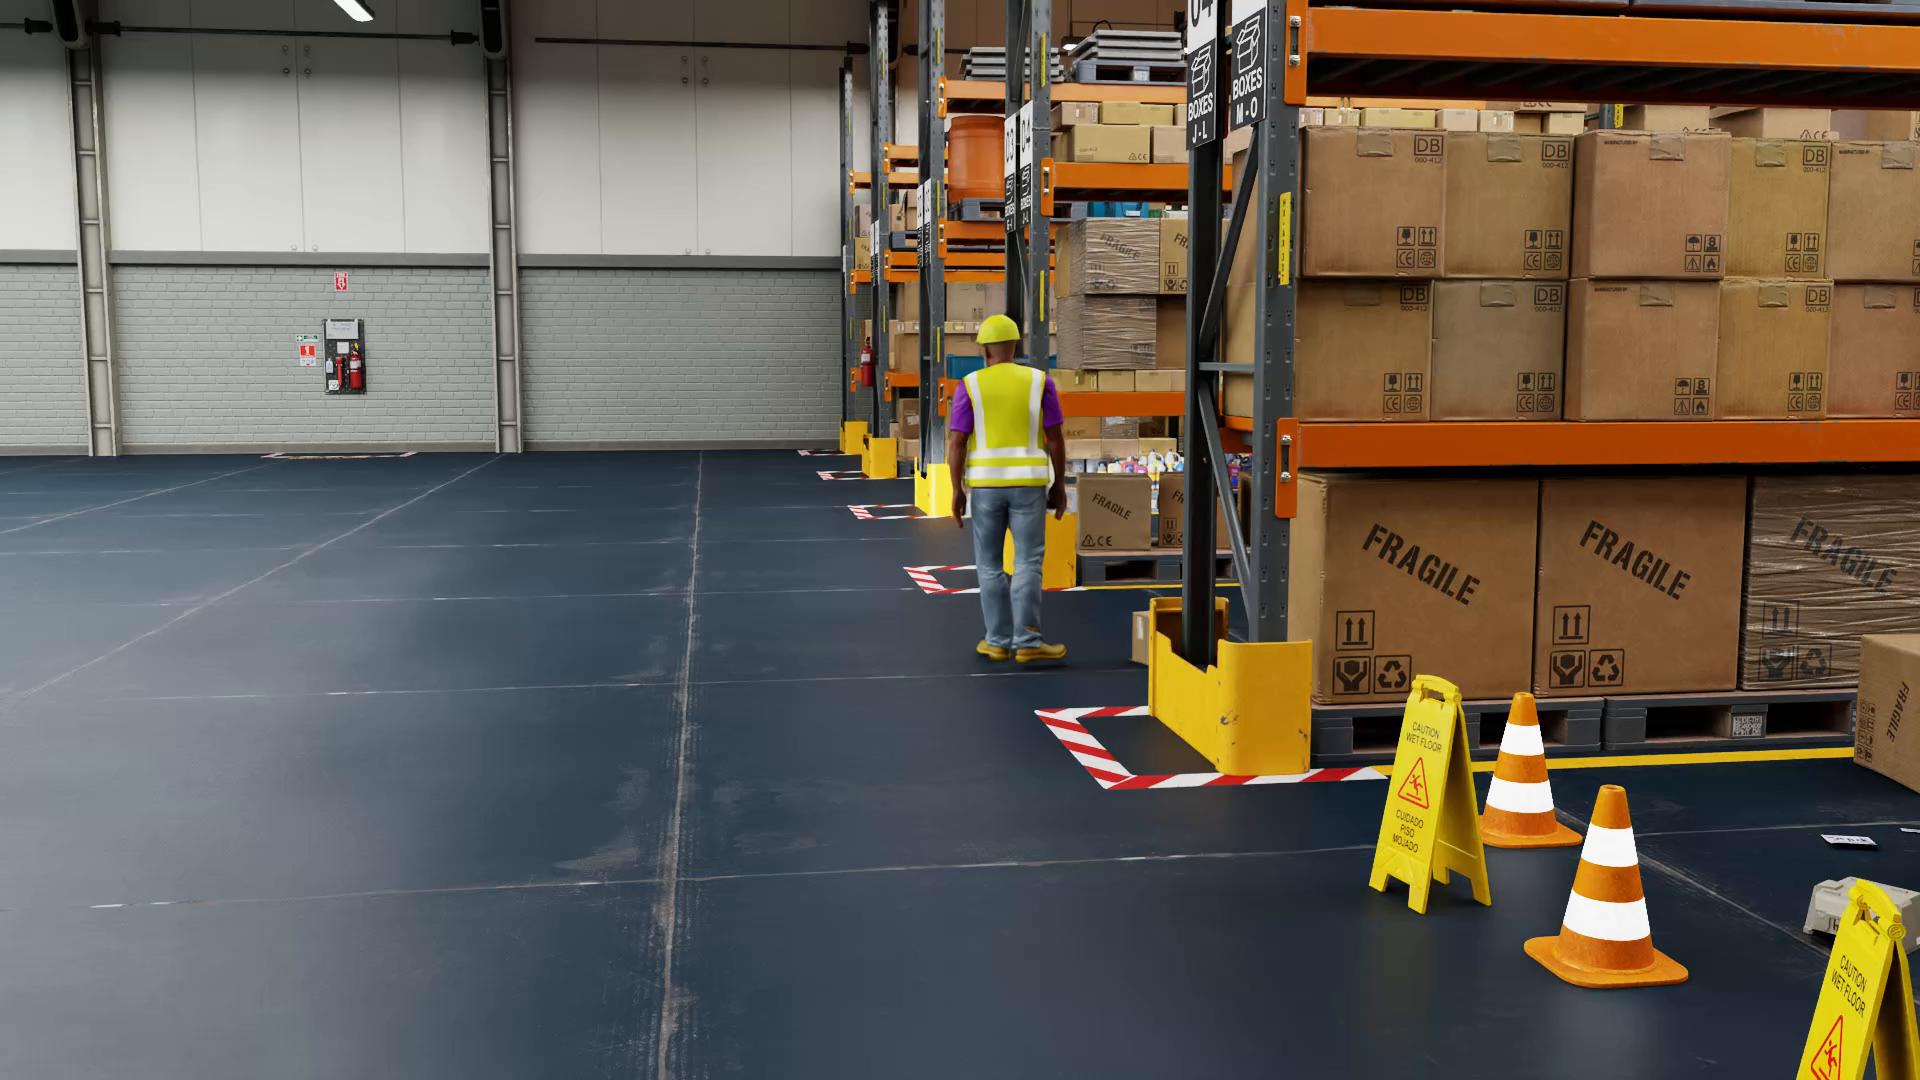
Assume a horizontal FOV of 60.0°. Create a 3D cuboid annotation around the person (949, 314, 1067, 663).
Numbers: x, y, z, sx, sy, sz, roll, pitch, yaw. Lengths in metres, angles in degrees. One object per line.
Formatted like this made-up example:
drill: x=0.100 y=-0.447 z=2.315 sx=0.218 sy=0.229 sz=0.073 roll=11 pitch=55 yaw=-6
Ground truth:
person: x=0.243 y=-0.254 z=8.402 sx=0.602 sy=1.752 sz=0.560 roll=0 pitch=6 yaw=0
